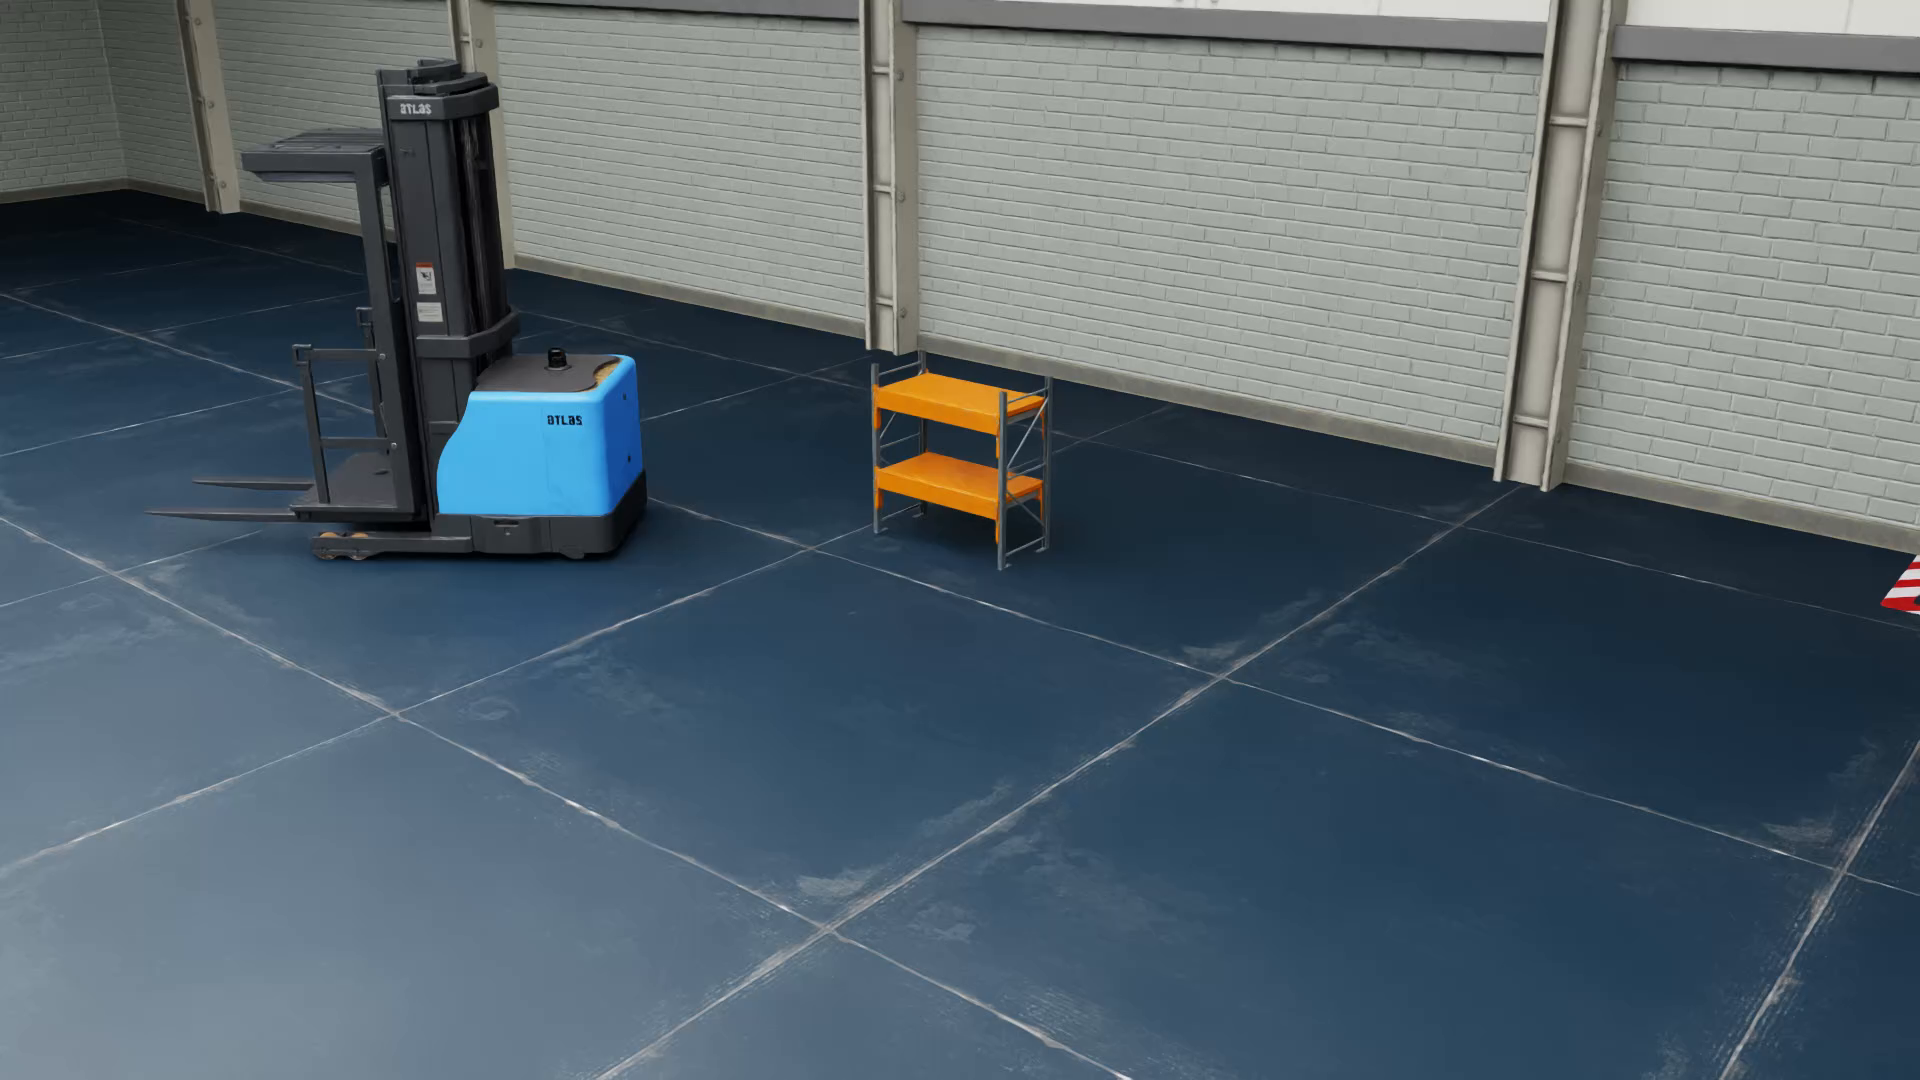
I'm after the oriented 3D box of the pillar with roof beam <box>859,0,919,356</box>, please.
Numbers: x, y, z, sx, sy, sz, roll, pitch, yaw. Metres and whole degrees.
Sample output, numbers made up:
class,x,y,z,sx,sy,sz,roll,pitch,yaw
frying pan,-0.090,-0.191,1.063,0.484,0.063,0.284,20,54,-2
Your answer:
class,x,y,z,sx,sy,sz,roll,pitch,yaw
pillar with roof beam,-3.344,-4.792,10.623,0.400,9.000,9.100,16,26,36

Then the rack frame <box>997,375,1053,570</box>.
class,x,y,z,sx,sy,sz,roll,pitch,yaw
rack frame,0.399,-0.411,10.165,0.032,1.125,0.500,16,26,36

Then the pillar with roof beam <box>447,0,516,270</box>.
class,x,y,z,sx,sy,sz,roll,pitch,yaw
pillar with roof beam,-7.992,-6.131,14.173,0.400,9.000,9.100,16,26,36

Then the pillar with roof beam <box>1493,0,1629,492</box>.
class,x,y,z,sx,sy,sz,roll,pitch,yaw
pillar with roof beam,1.305,-3.454,7.074,0.400,9.000,9.100,16,26,36

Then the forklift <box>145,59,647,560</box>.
class,x,y,z,sx,sy,sz,roll,pitch,yaw
forklift,-3.627,-1.431,10.309,3.031,2.935,1.130,1,21,2

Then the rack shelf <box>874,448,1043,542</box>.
class,x,y,z,sx,sy,sz,roll,pitch,yaw
rack shelf,0.005,-0.296,10.552,1.000,0.278,0.538,16,26,36

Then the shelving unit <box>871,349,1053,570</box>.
class,x,y,z,sx,sy,sz,roll,pitch,yaw
shelving unit,0.005,-0.525,10.466,1.048,1.125,0.538,16,26,36

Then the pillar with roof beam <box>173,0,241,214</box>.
class,x,y,z,sx,sy,sz,roll,pitch,yaw
pillar with roof beam,-12.640,-7.470,17.723,0.400,9.000,9.100,16,26,36

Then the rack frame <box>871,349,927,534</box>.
class,x,y,z,sx,sy,sz,roll,pitch,yaw
rack frame,-0.389,-0.638,10.766,0.032,1.125,0.500,16,26,36

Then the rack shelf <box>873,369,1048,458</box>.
class,x,y,z,sx,sy,sz,roll,pitch,yaw
rack shelf,0.005,-0.799,10.362,1.000,0.278,0.538,16,26,36
